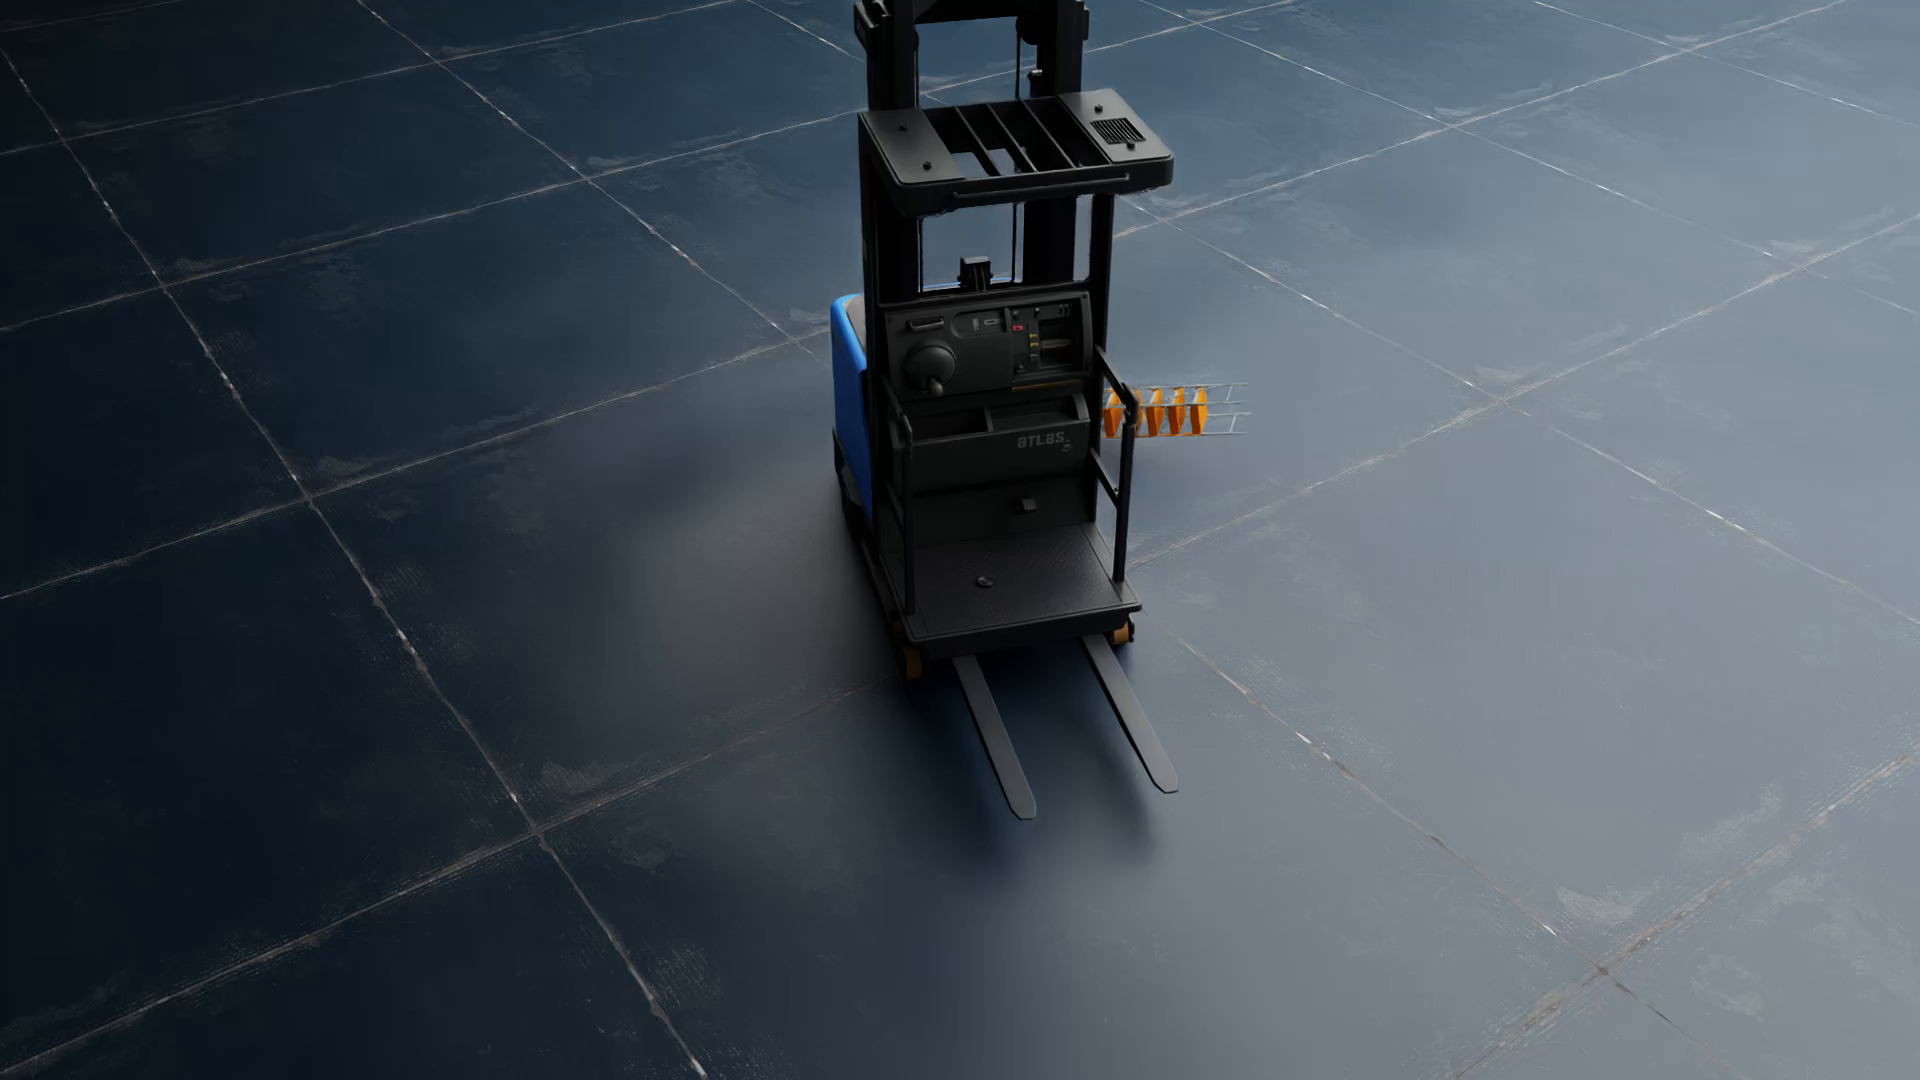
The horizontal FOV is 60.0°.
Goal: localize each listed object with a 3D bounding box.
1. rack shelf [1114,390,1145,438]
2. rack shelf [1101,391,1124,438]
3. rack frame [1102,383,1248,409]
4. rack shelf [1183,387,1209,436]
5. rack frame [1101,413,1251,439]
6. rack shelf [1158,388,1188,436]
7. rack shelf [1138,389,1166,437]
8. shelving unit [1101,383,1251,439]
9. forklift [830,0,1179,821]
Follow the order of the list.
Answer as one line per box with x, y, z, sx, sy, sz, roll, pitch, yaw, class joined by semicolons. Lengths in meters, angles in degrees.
0.937;-0.704;9.176;0.103;0.180;0.258;-1;31;19;rack shelf
0.824;-0.703;9.215;0.103;0.180;0.258;-1;31;19;rack shelf
0.963;-0.783;9.117;1.200;0.006;0.240;-1;31;19;rack frame
1.278;-0.708;9.059;0.103;0.180;0.258;-1;31;19;rack shelf
0.996;-0.627;9.206;1.200;0.006;0.240;-1;31;19;rack frame
1.164;-0.707;9.098;0.103;0.180;0.258;-1;31;19;rack shelf
1.051;-0.706;9.137;0.103;0.180;0.258;-1;31;19;rack shelf
0.979;-0.705;9.161;1.200;0.189;0.258;-1;31;19;shelving unit
0.187;-0.796;7.160;1.130;2.935;3.031;-9;37;-12;forklift
